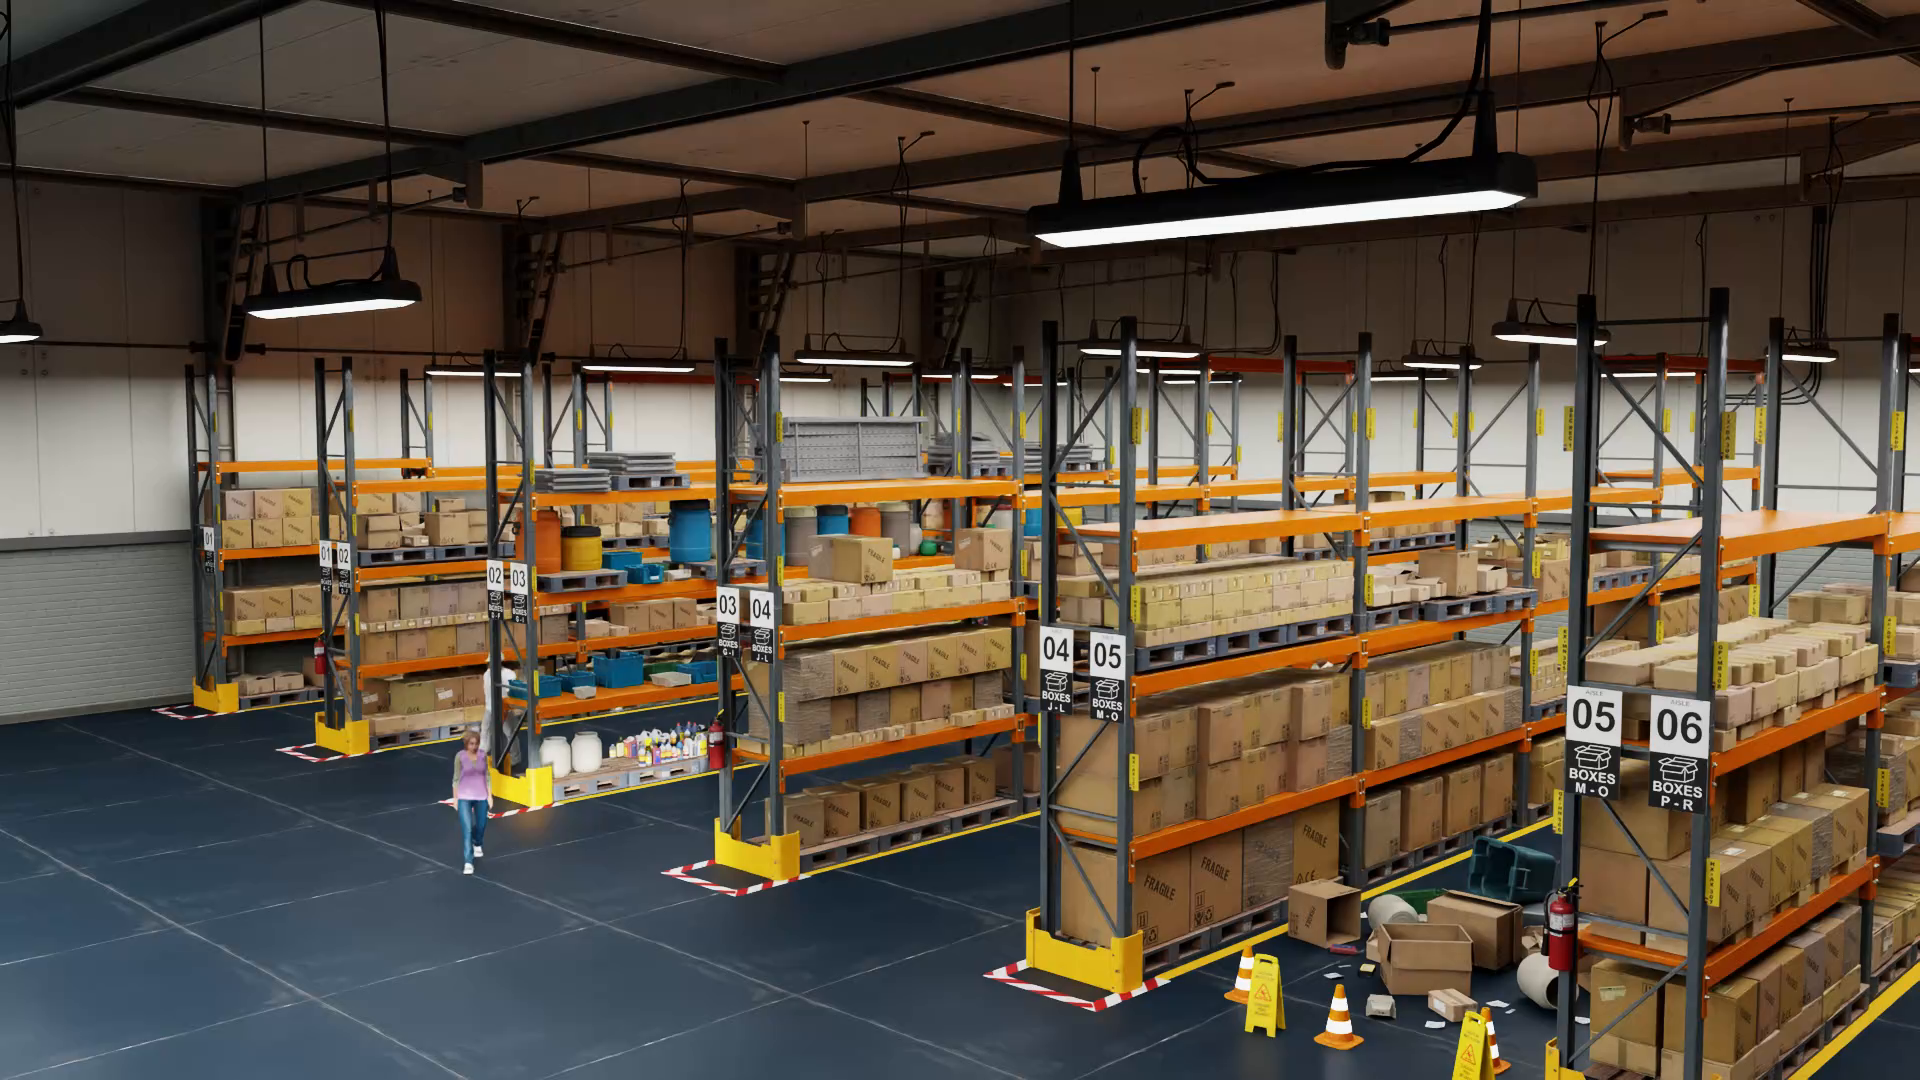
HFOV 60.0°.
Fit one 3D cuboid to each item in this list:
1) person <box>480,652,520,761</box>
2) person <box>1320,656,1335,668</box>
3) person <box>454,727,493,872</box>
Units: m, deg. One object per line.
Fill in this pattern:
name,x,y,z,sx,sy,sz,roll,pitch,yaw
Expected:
person,-6.685,2.469,23.992,0.629,1.726,0.969,0,4,-5
person,5.302,2.426,24.318,0.565,1.770,0.552,-1,5,-18
person,-5.547,2.927,18.931,0.531,1.602,0.452,3,5,35
